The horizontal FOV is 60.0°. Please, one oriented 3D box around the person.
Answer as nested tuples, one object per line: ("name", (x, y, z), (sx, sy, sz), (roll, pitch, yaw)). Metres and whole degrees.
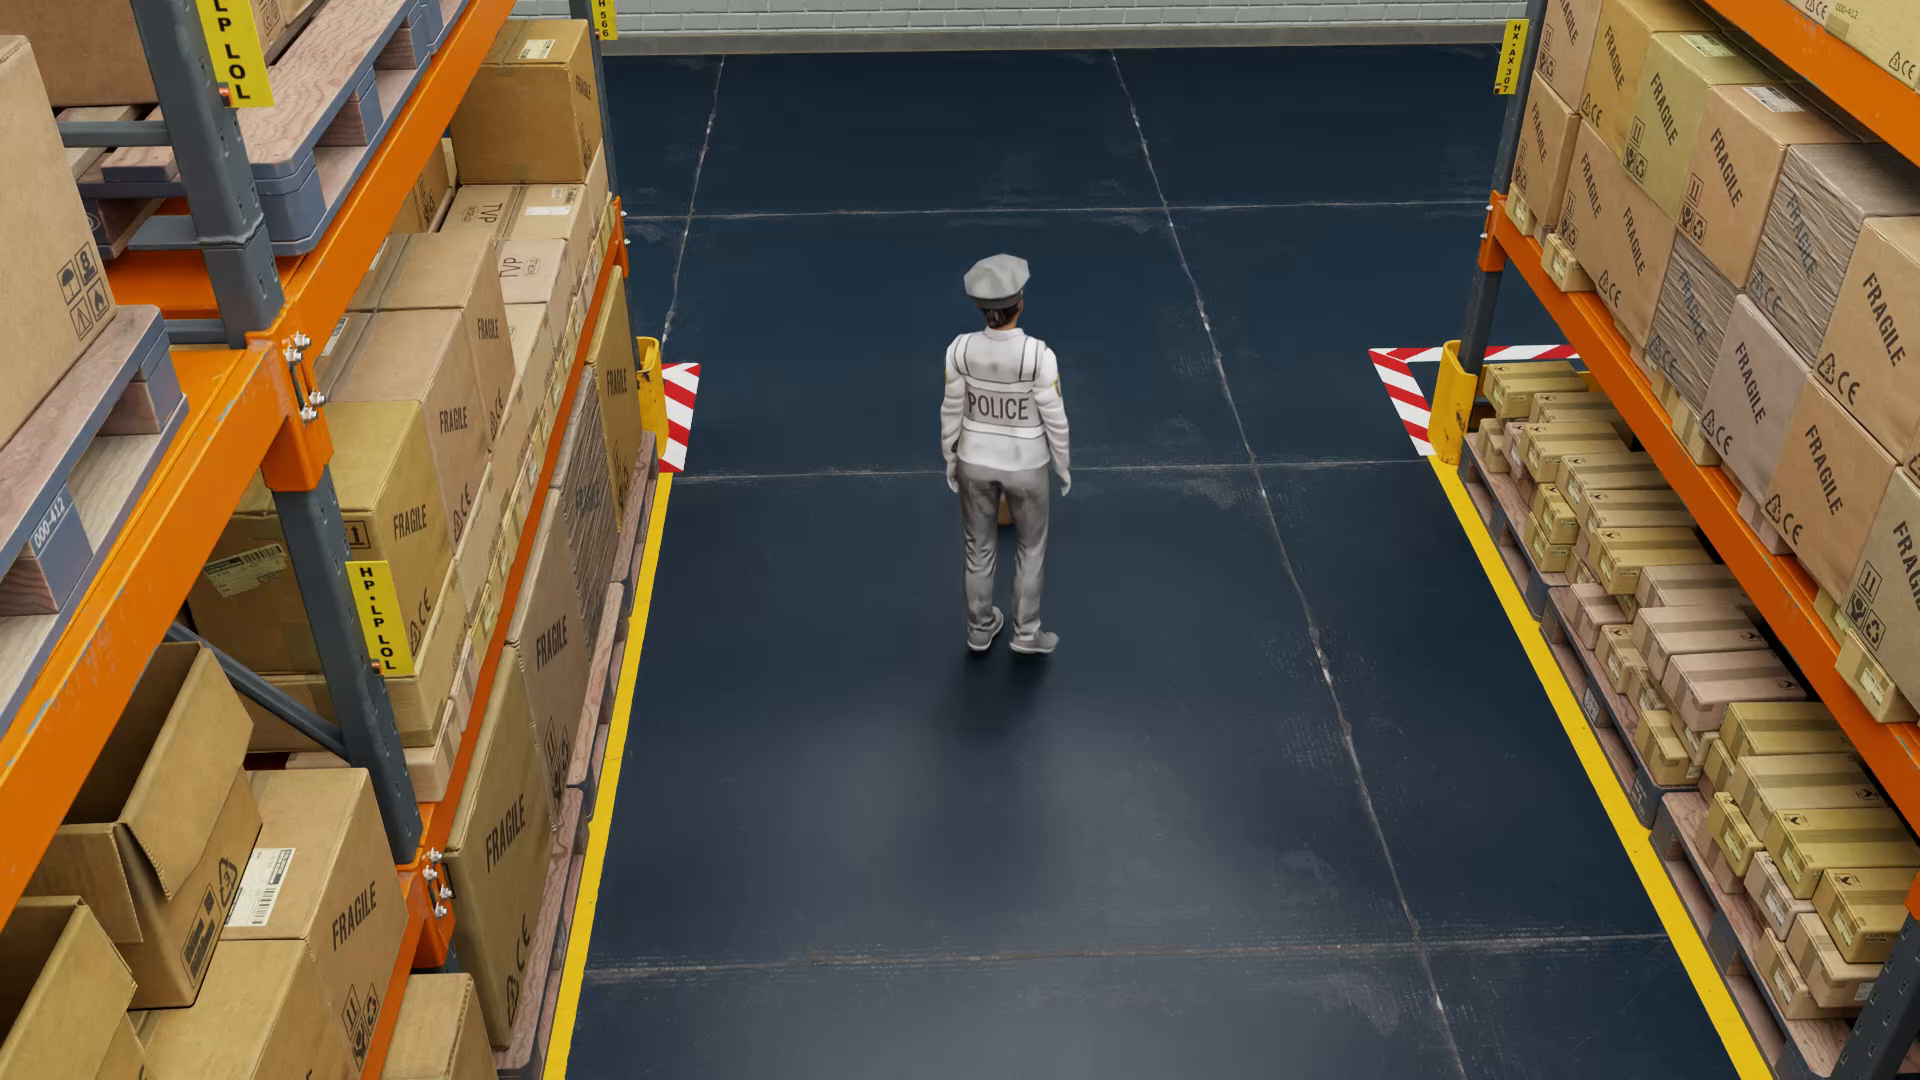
("person", (0.185, -0.270, 6.531), (0.499, 1.729, 0.359), (9, 36, 12))
